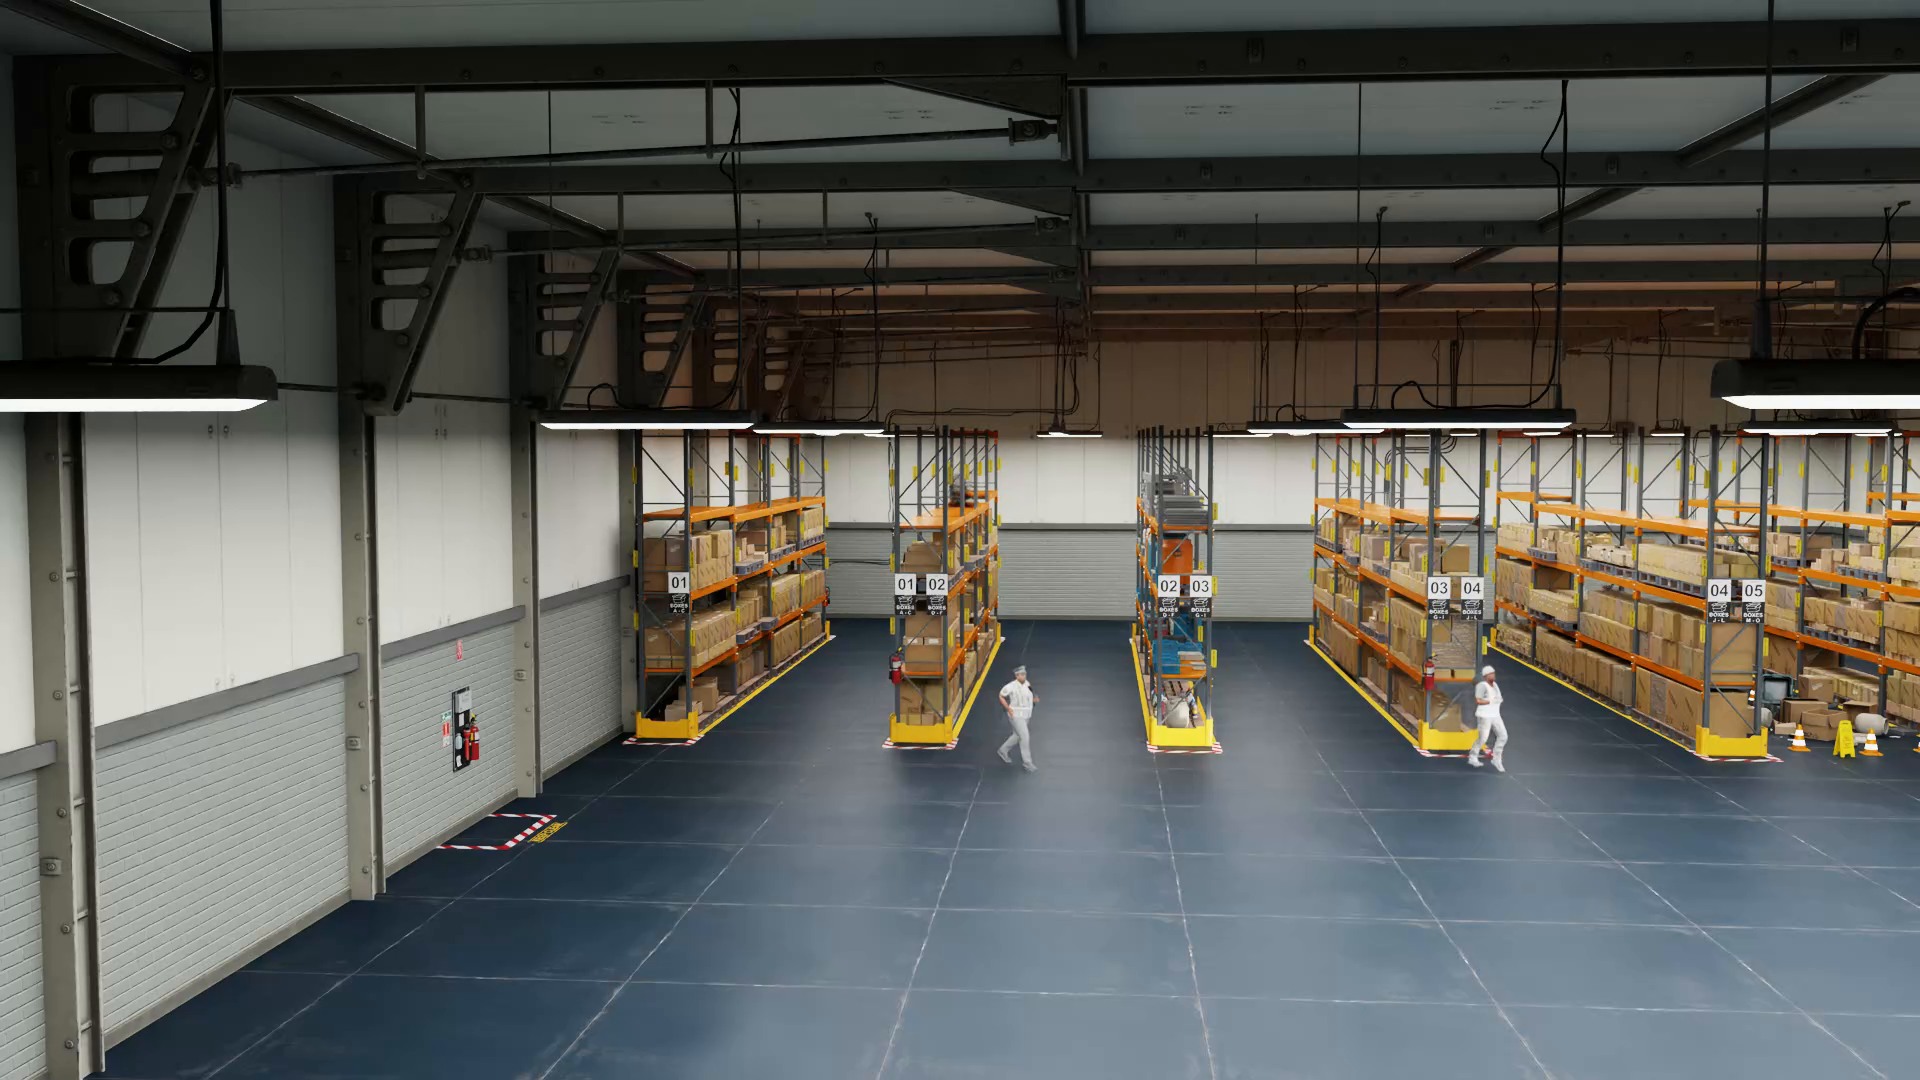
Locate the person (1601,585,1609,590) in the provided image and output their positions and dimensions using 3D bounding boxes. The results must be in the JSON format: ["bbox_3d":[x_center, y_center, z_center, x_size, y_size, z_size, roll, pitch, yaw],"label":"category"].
[{"bbox_3d":[18.394,2.087,47.240,0.825,1.613,0.548,1,3,10],"label":"person"}]

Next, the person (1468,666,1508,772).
[{"bbox_3d":[9.162,3.107,28.813,0.675,1.847,0.683,-3,4,-37],"label":"person"}]

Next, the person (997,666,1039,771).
[{"bbox_3d":[1.045,3.089,29.068,0.891,1.818,0.640,3,4,36],"label":"person"}]

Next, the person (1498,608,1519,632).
[{"bbox_3d":[15.630,1.969,47.228,0.982,1.787,0.689,-1,3,-11],"label":"person"}]
